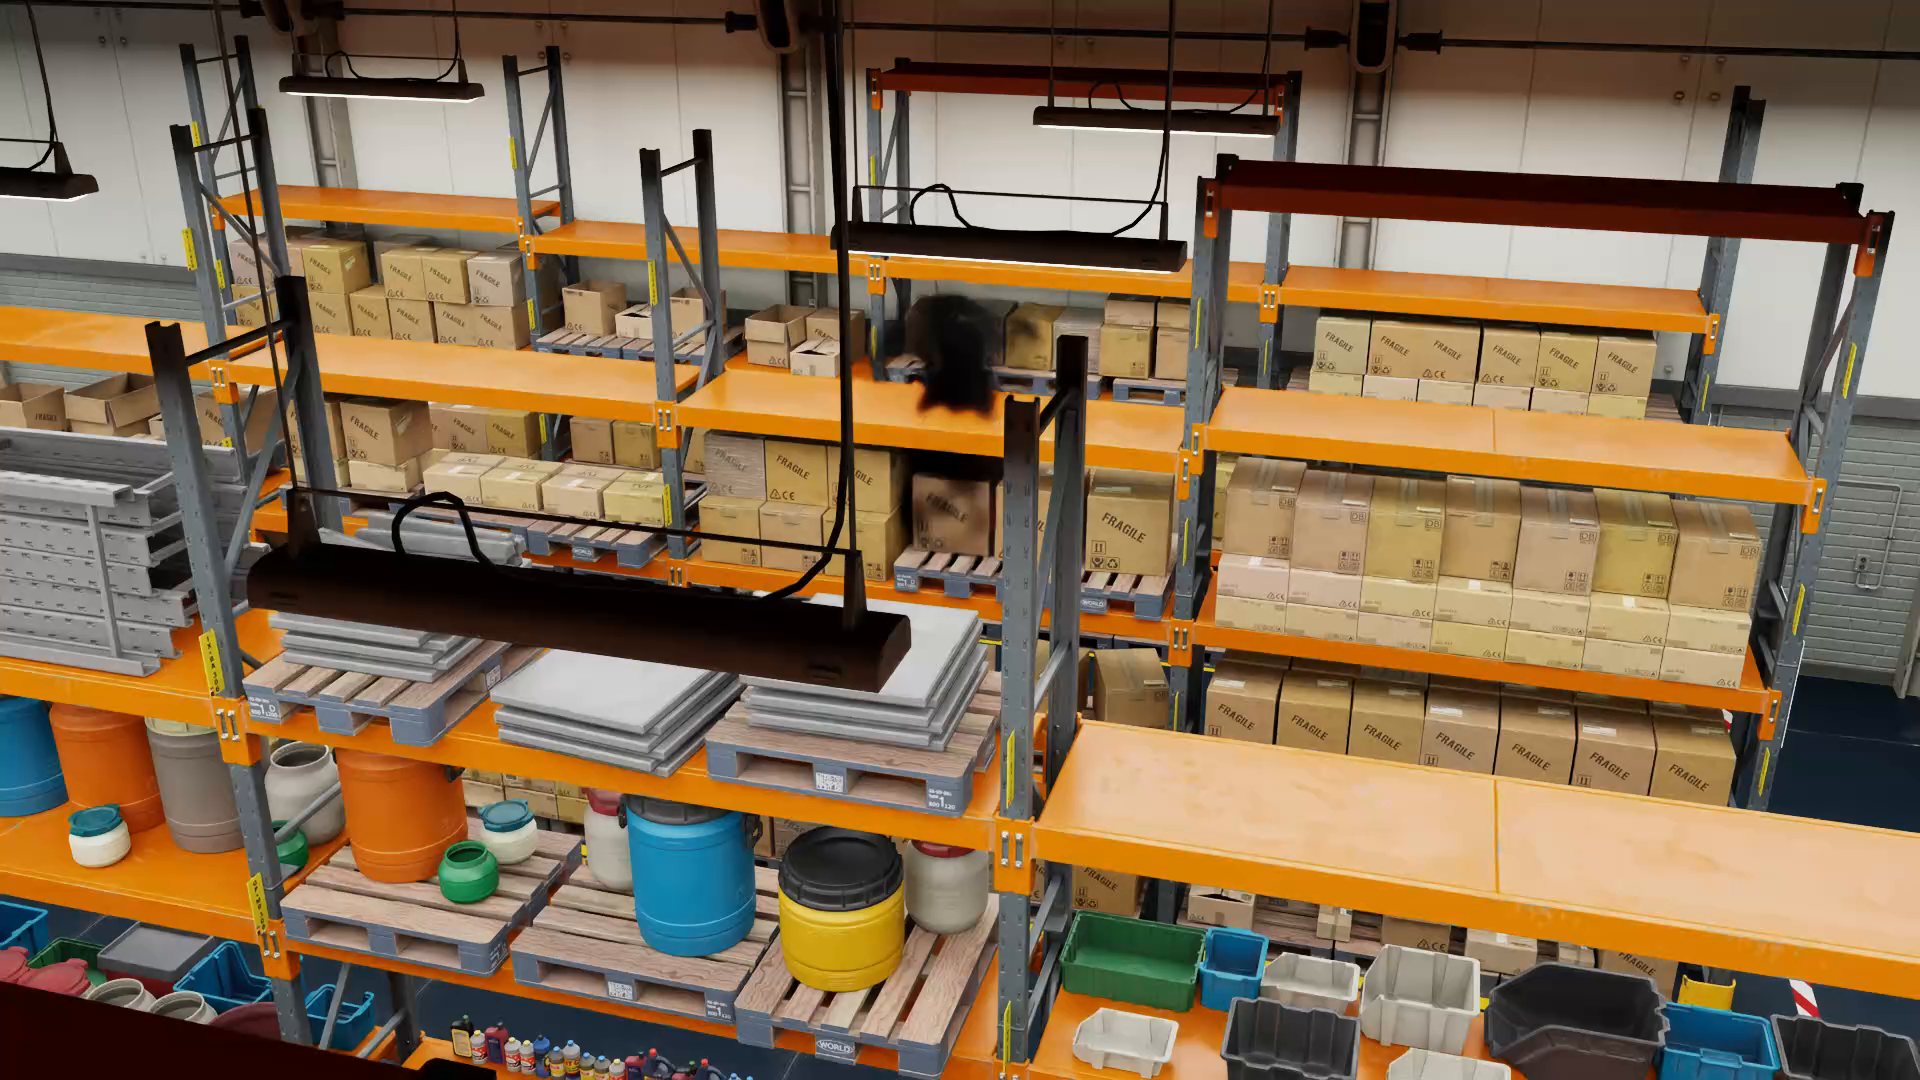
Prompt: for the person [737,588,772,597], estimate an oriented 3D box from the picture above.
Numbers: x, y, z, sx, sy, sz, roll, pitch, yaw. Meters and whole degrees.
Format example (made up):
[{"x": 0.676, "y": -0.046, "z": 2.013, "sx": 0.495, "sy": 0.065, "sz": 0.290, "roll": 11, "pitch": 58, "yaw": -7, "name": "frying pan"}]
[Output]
[{"x": -2.066, "y": 0.666, "z": 16.851, "sx": 0.853, "sy": 1.748, "sz": 0.655, "roll": 1, "pitch": 23, "yaw": 3, "name": "person"}]
